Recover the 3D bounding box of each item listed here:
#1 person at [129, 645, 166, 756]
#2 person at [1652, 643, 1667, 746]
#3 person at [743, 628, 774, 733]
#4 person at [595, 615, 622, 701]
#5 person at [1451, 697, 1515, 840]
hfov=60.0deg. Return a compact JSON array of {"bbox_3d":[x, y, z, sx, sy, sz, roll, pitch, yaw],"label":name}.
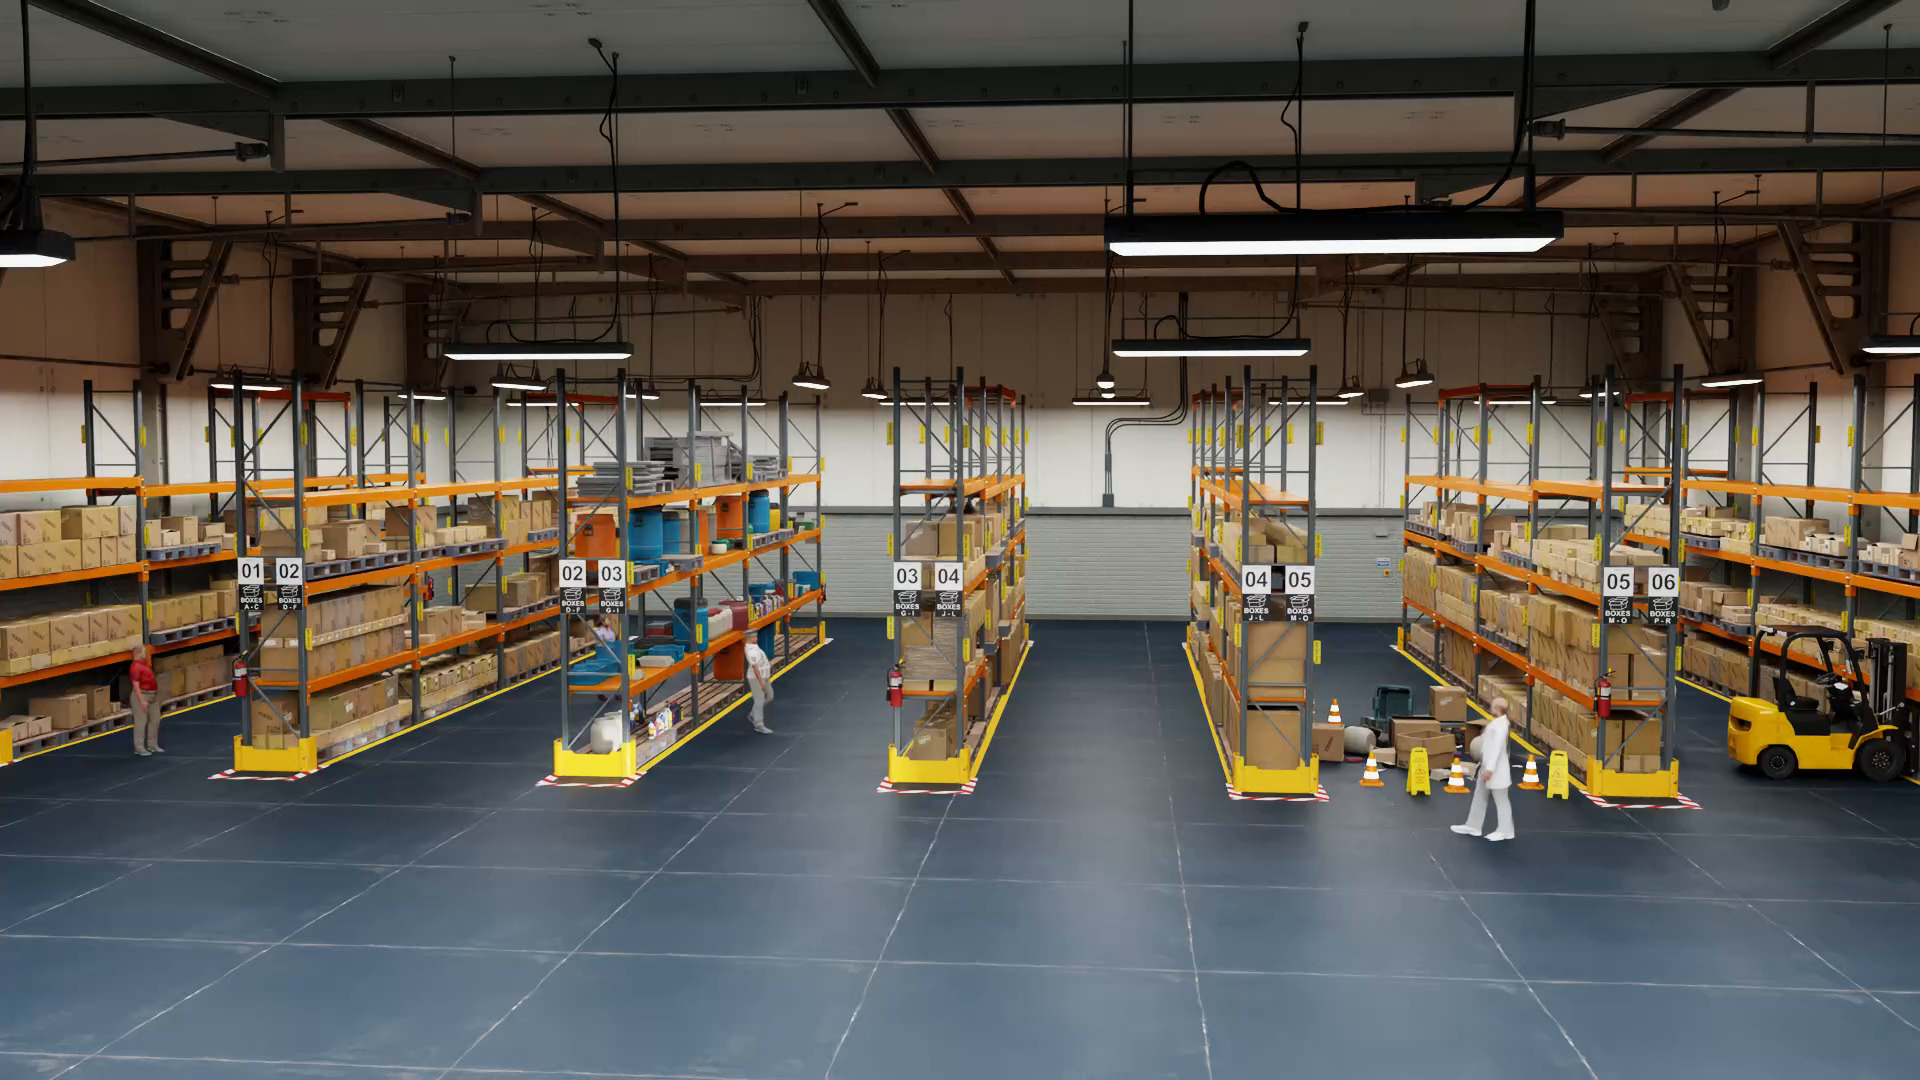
[{"bbox_3d":[-12.837,2.540,26.212,0.451,1.774,0.618,1,4,10],"label":"person"},{"bbox_3d":[11.342,2.506,26.840,0.522,1.708,0.350,-2,4,-32],"label":"person"},{"bbox_3d":[-3.421,2.374,28.307,0.537,1.760,0.618,0,4,7],"label":"person"},{"bbox_3d":[-6.646,2.240,31.454,0.576,1.640,0.505,3,5,41],"label":"person"},{"bbox_3d":[6.544,2.831,20.648,0.698,1.773,0.595,0,4,-4],"label":"person"}]
